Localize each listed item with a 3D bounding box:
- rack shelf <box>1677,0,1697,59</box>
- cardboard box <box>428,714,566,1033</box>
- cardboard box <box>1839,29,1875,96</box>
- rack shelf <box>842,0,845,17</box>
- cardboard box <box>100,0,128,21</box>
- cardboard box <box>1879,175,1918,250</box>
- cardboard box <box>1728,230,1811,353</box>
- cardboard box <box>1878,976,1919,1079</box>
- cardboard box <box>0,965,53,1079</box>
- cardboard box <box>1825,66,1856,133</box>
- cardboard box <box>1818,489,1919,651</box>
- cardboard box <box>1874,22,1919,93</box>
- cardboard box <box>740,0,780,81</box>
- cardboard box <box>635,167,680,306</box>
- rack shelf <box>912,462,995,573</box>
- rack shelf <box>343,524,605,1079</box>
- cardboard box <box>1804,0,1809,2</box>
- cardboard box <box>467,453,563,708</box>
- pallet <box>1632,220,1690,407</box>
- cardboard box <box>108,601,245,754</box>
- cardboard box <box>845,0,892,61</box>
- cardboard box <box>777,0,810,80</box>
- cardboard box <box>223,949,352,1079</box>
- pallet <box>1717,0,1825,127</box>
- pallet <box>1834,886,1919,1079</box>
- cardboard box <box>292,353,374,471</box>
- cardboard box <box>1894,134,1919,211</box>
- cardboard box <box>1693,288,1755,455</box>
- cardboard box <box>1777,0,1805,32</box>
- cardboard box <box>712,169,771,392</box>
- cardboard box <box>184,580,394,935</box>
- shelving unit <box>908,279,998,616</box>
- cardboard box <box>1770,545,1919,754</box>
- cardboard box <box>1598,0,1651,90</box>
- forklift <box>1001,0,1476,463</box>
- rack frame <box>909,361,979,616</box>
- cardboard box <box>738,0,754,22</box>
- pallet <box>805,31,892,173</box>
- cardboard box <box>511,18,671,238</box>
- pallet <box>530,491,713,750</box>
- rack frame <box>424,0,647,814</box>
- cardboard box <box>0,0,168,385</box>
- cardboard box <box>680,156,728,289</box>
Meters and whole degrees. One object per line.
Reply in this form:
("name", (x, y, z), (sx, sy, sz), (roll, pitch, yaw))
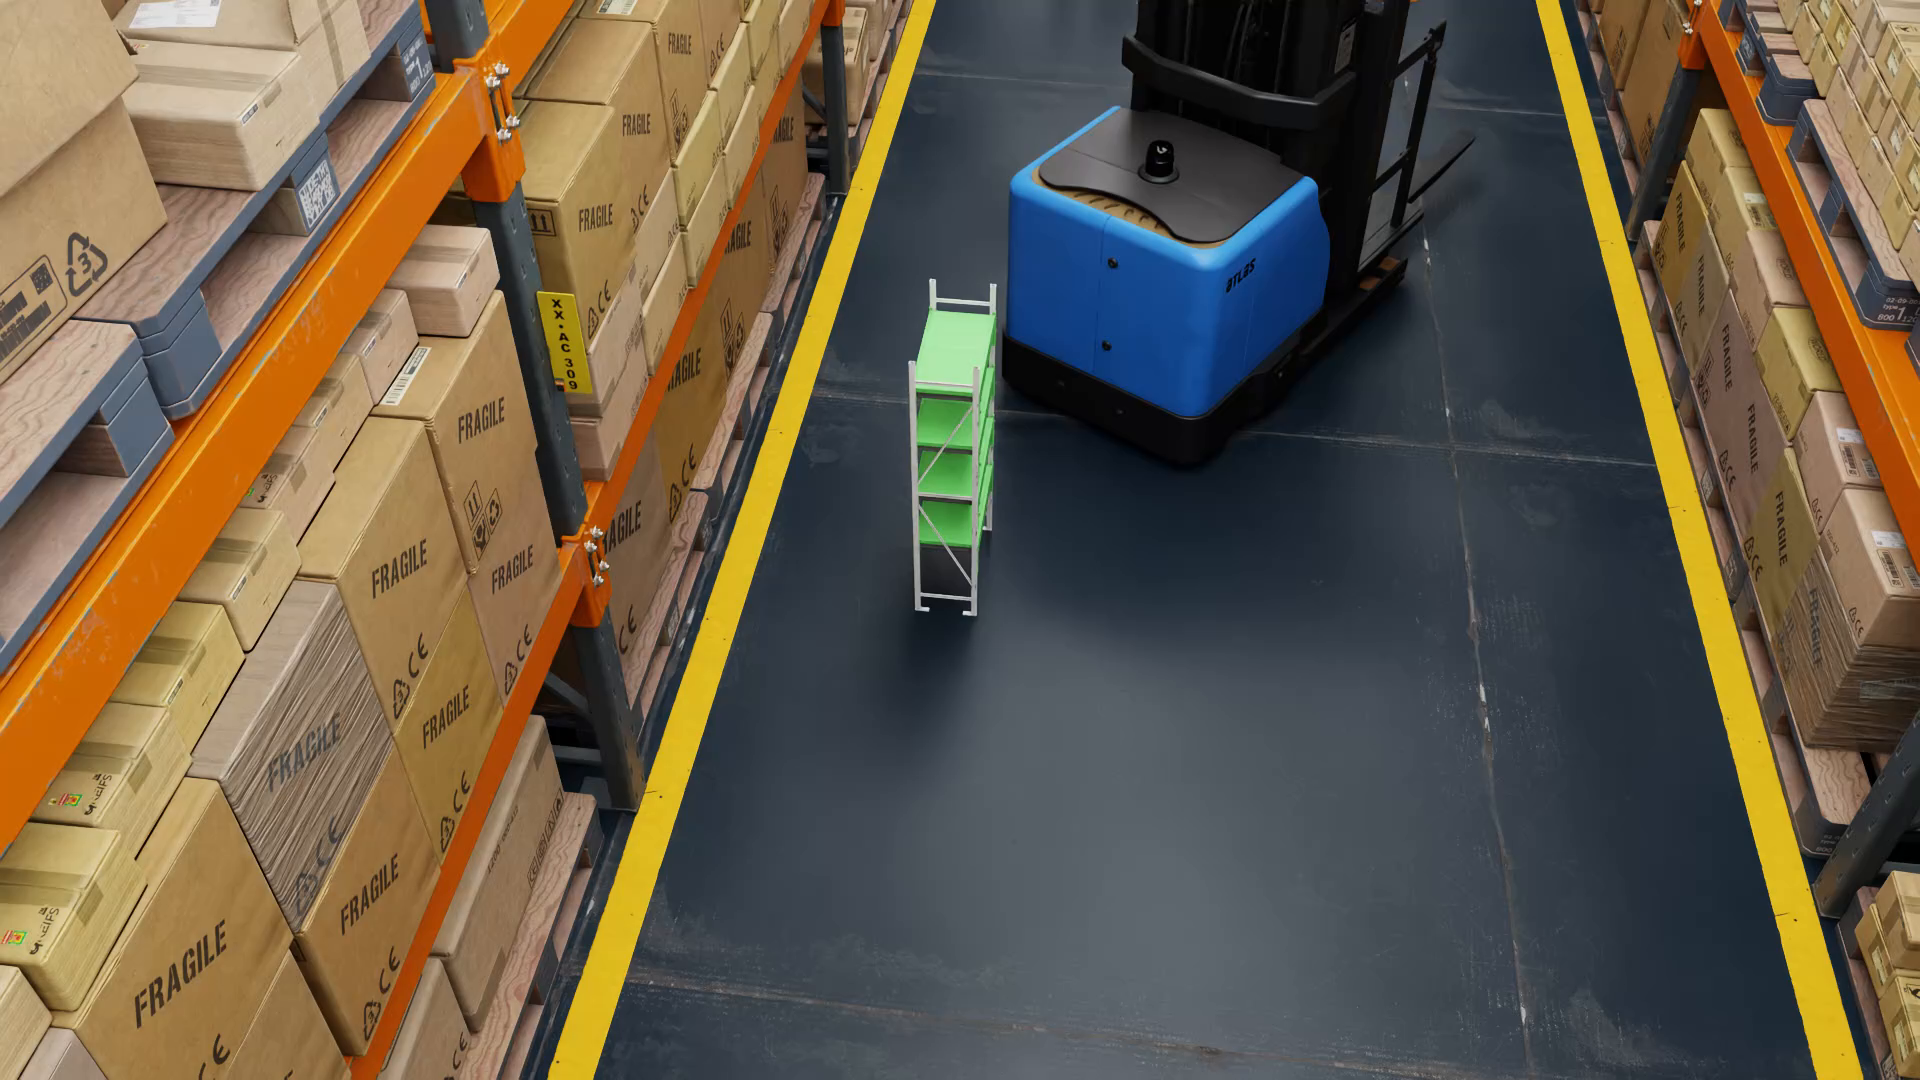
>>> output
("rack shelf", (4.111, -3.676, 8.974), (1.077, 0.370, 4.000), (5, 44, 6))
("cardboard box", (-1.792, 0.967, 5.105), (0.875, 0.438, 0.875), (5, 44, 5))
("cardboard box", (3.451, -1.723, 6.049), (0.380, 0.149, 0.250), (5, 44, 6))
("rack shelf", (-0.809, -4.057, 9.376), (1.077, 0.370, 4.000), (5, 44, 6))
("cardboard box", (-1.889, -1.161, 3.162), (0.500, 0.500, 0.500), (6, 44, 6))
("cardboard box", (3.343, -1.086, 5.592), (0.380, 0.149, 0.250), (7, 44, 7))
("cardboard box", (3.370, -0.961, 6.551), (0.500, 0.250, 0.500), (6, 44, 6))
("cardboard box", (2.916, 1.435, 4.821), (0.380, 0.149, 0.250), (6, 44, 7))
("cardboard box", (-1.624, 0.763, 2.491), (0.380, 0.149, 0.250), (6, 44, 6))
("cardboard box", (3.449, -1.616, 6.152), (0.380, 0.149, 0.250), (7, 44, 7))
("cardboard box", (3.165, 0.104, 5.425), (0.500, 0.250, 0.500), (4, 44, 4))
("cardboard box", (3.421, -1.658, 5.764), (0.380, 0.149, 0.250), (6, 44, 7))
("cardboard box", (-0.998, -2.028, 6.456), (0.500, 0.250, 0.500), (4, 44, 4))
("cardboard box", (-1.224, -0.988, 5.357), (0.500, 0.250, 0.500), (6, 44, 6))
("rack shelf", (-0.022, -0.102, 6.427), (0.258, 0.148, 0.480), (5, 44, 6))
("rack shelf", (-1.867, 1.395, 3.618), (1.077, 0.370, 4.000), (5, 44, 6))
("cardboard box", (3.549, -2.247, 6.602), (0.380, 0.149, 0.250), (7, 44, 8))
("cardboard box", (-1.411, 0.074, 4.417), (0.500, 0.500, 0.500), (6, 44, 6))
("pallet", (3.741, -1.029, 7.683), (1.003, 0.211, 1.213), (5, 44, 6))
("cardboard box", (-1.559, 0.241, 3.043), (0.380, 0.149, 0.250), (4, 44, 5))
("cardboard box", (-0.900, -3.041, 9.386), (0.950, 0.372, 0.625), (4, 44, 5))
("cardboard box", (-0.935, -2.183, 6.983), (0.500, 0.250, 0.500), (6, 44, 6))
("cardboard box", (-1.609, 1.125, 3.308), (0.500, 0.500, 0.500), (7, 44, 7))
("pallet", (3.858, -2.009, 6.829), (1.213, 0.211, 1.003), (5, 44, 6))
("pallet", (3.264, 1.626, 4.880), (1.003, 0.211, 1.213), (5, 44, 6))
("cardboard box", (-1.513, -0.286, 3.599), (0.380, 0.149, 0.250), (5, 44, 6))
("cardboard box", (3.345, -1.205, 5.502), (0.380, 0.149, 0.250), (5, 44, 6))
("cardboard box", (3.374, -0.667, 6.785), (0.500, 0.500, 0.500), (4, 44, 4))
("cardboard box", (3.551, -2.166, 6.733), (0.380, 0.149, 0.250), (7, 44, 8))
("cardboard box", (-1.370, -1.265, 7.145), (0.875, 0.875, 0.875), (6, 44, 6))
("cardboard box", (-1.524, 0.411, 3.334), (0.500, 0.500, 0.500), (6, 44, 6))
("shelving unit", (-0.022, -0.323, 6.218), (0.258, 1.200, 0.503), (5, 44, 6))
("cardboard box", (3.165, 0.380, 5.680), (0.500, 0.500, 0.500), (4, 44, 5))
("cardboard box", (4.128, -2.912, 8.975), (1.050, 0.750, 0.750), (6, 44, 6))
("forklift", (1.491, -2.344, 7.094), (1.130, 2.935, 3.031), (28, 50, 27))
("rack frame", (-0.054, -0.157, 6.043), (0.240, 1.200, 0.015), (5, 44, 6))
("cardboard box", (-1.015, -2.290, 6.187), (0.500, 0.500, 0.500), (5, 44, 6))
("pallet", (-0.969, -2.475, 9.210), (1.003, 0.211, 1.213), (5, 44, 6))
("cardboard box", (-1.220, -1.251, 5.090), (0.500, 0.500, 0.500), (5, 44, 5))
("pallet", (-1.575, 0.251, 6.331), (1.003, 0.211, 1.213), (5, 44, 6))
("rack frame", (-1.603, -0.229, 4.810), (1.000, 3.000, 0.127), (5, 44, 6))
("cardboard box", (-1.749, -0.622, 2.591), (0.797, 0.503, 0.637), (8, 44, 9))
("cardboard box", (-1.132, -1.151, 5.893), (0.500, 0.250, 0.500), (5, 44, 5))
